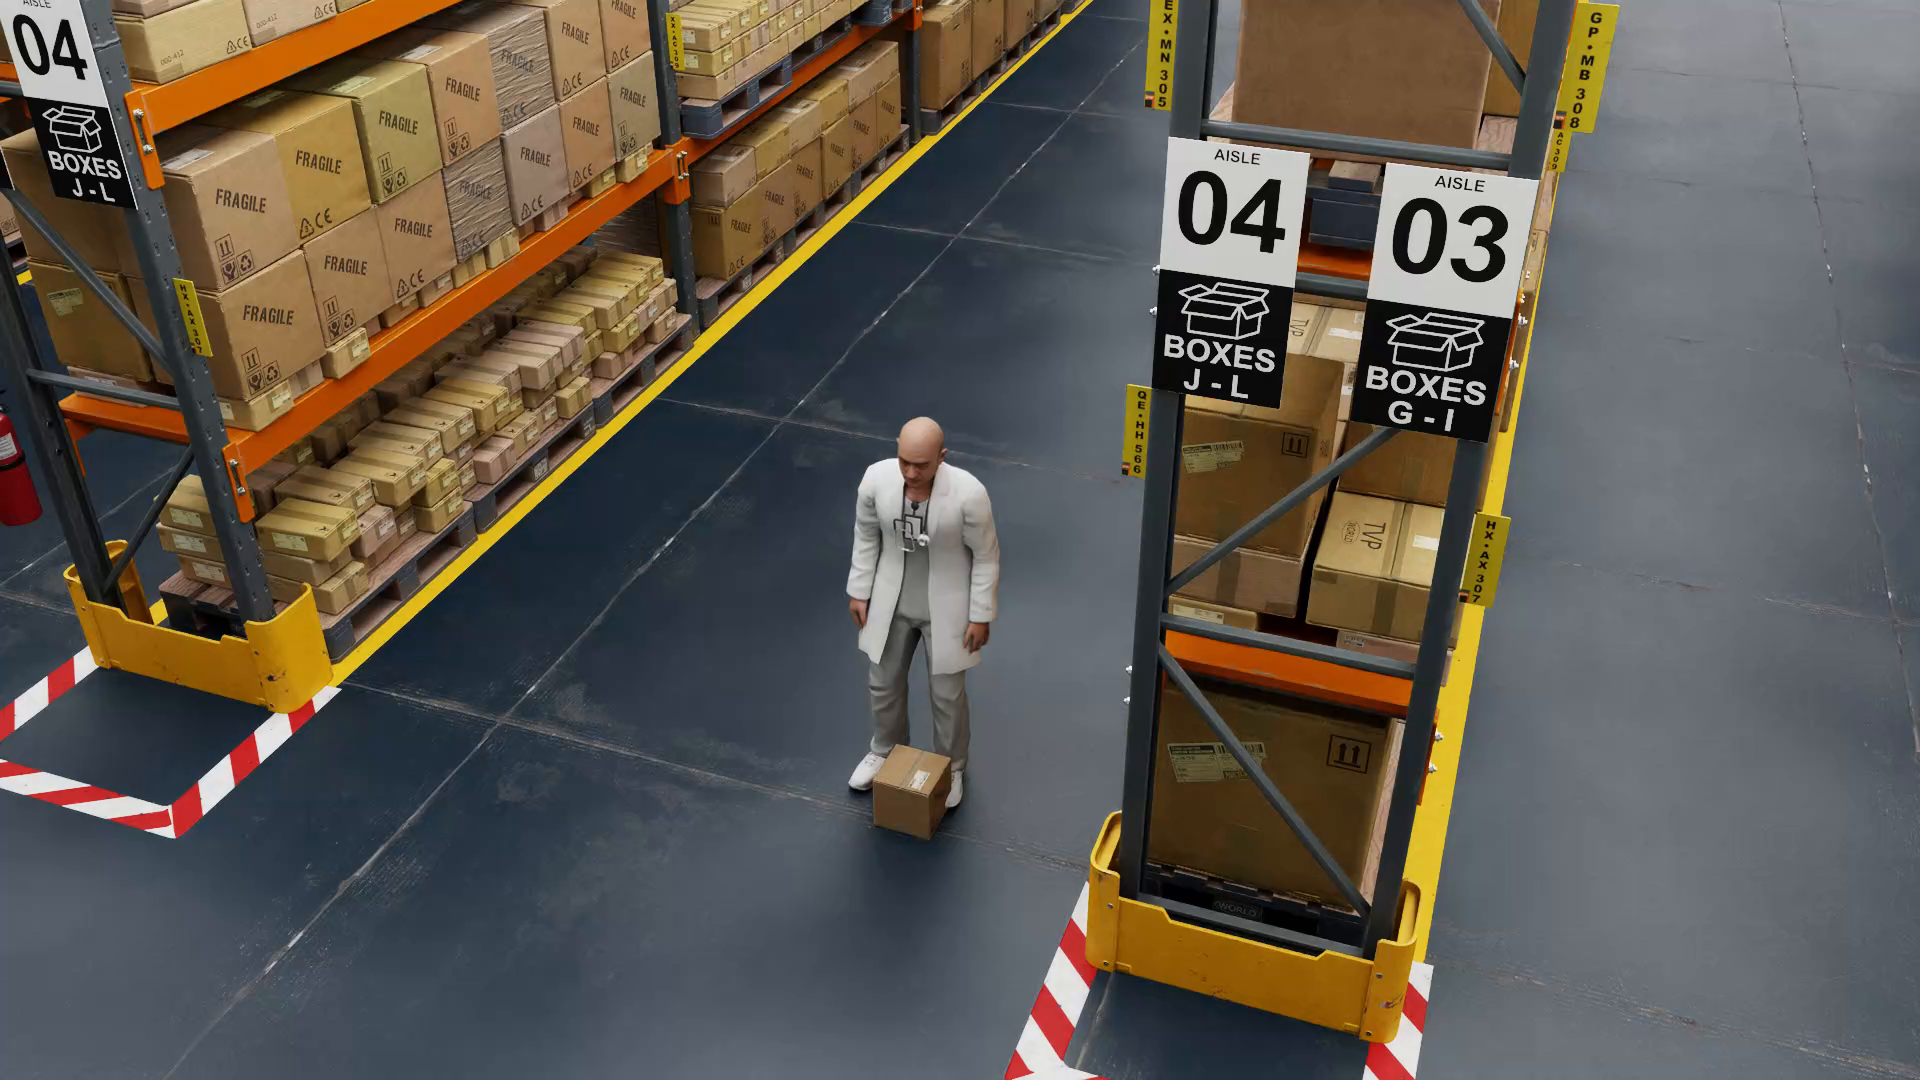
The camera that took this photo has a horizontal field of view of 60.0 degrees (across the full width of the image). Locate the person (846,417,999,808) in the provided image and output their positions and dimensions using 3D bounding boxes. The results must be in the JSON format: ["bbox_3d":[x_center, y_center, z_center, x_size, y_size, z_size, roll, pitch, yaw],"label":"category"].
[{"bbox_3d":[-0.157,0.272,6.732,0.640,1.773,0.428,10,34,15],"label":"person"}]
